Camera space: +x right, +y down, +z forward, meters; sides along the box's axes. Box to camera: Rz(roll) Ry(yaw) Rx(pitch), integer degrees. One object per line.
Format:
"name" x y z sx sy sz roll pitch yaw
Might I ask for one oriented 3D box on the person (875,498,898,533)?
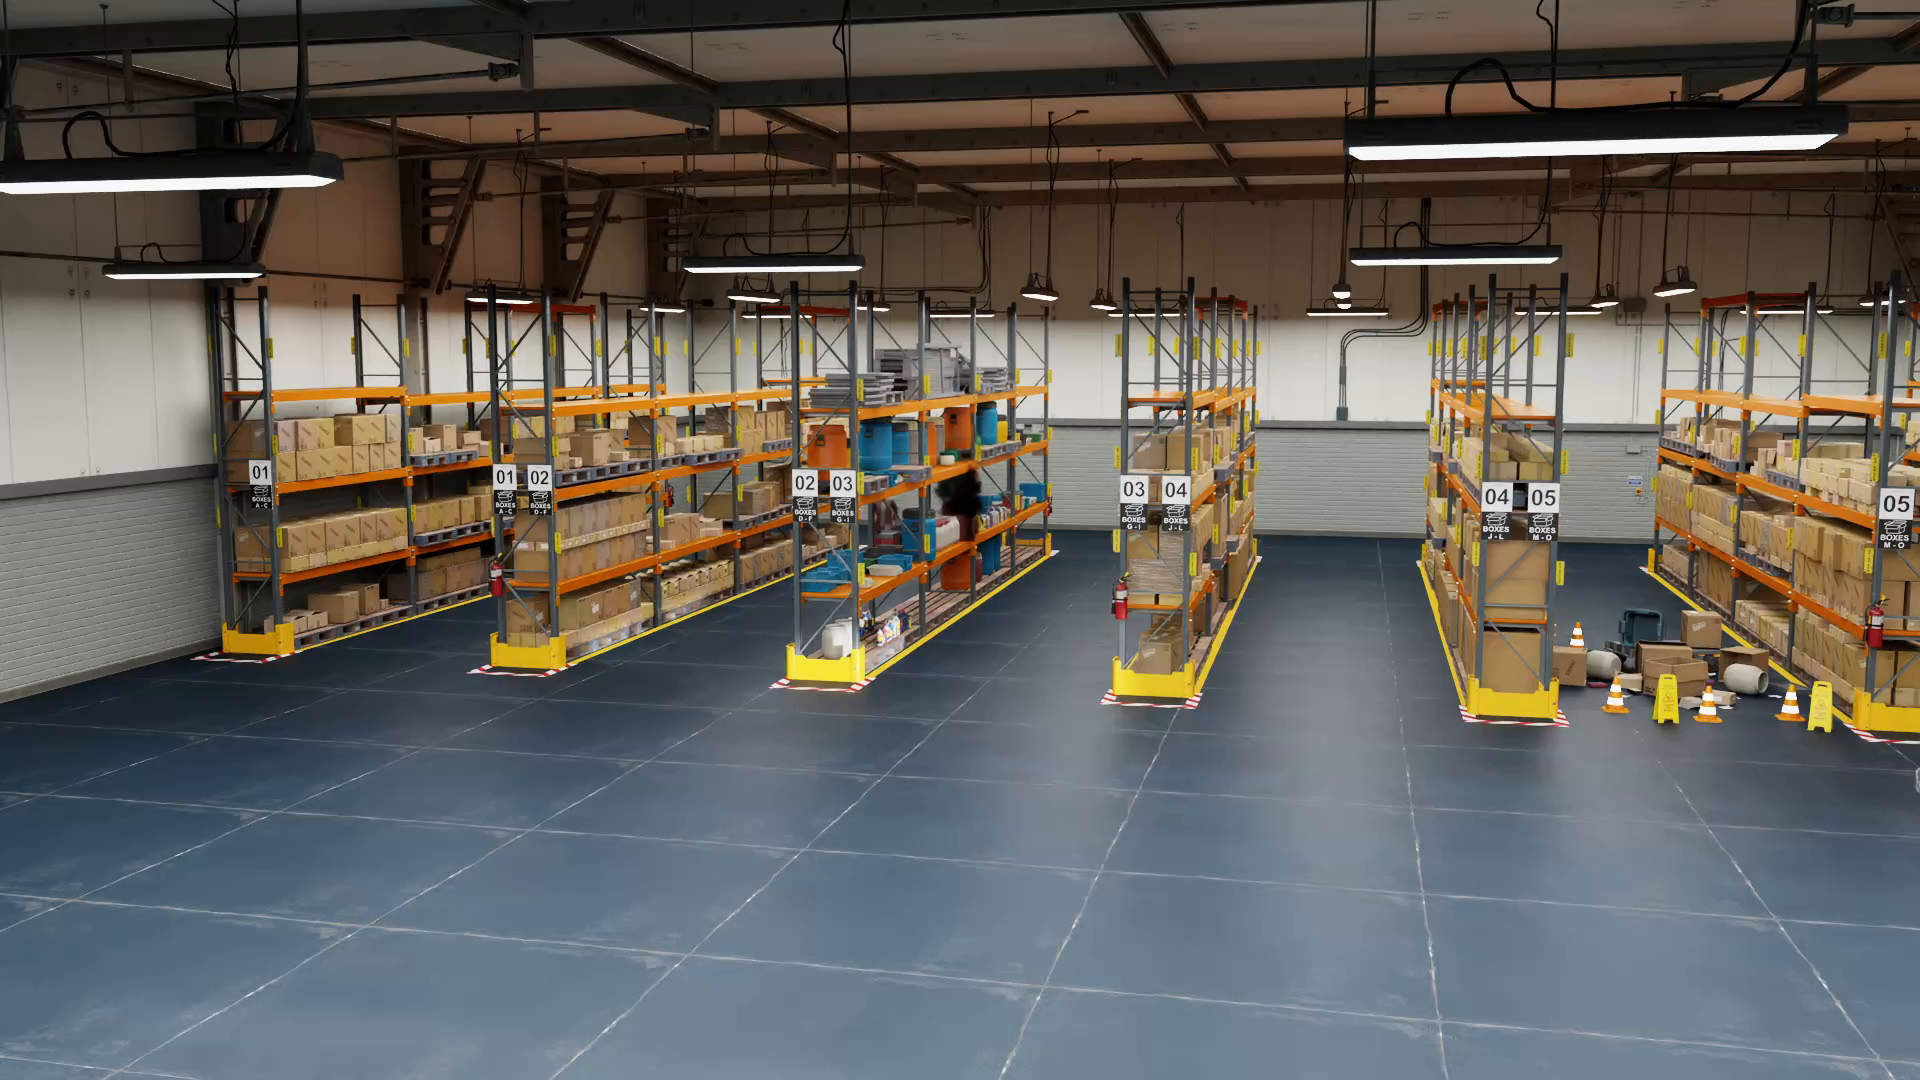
"person" -1.789 -0.279 38.458 0.655 1.823 0.837 1 7 6
